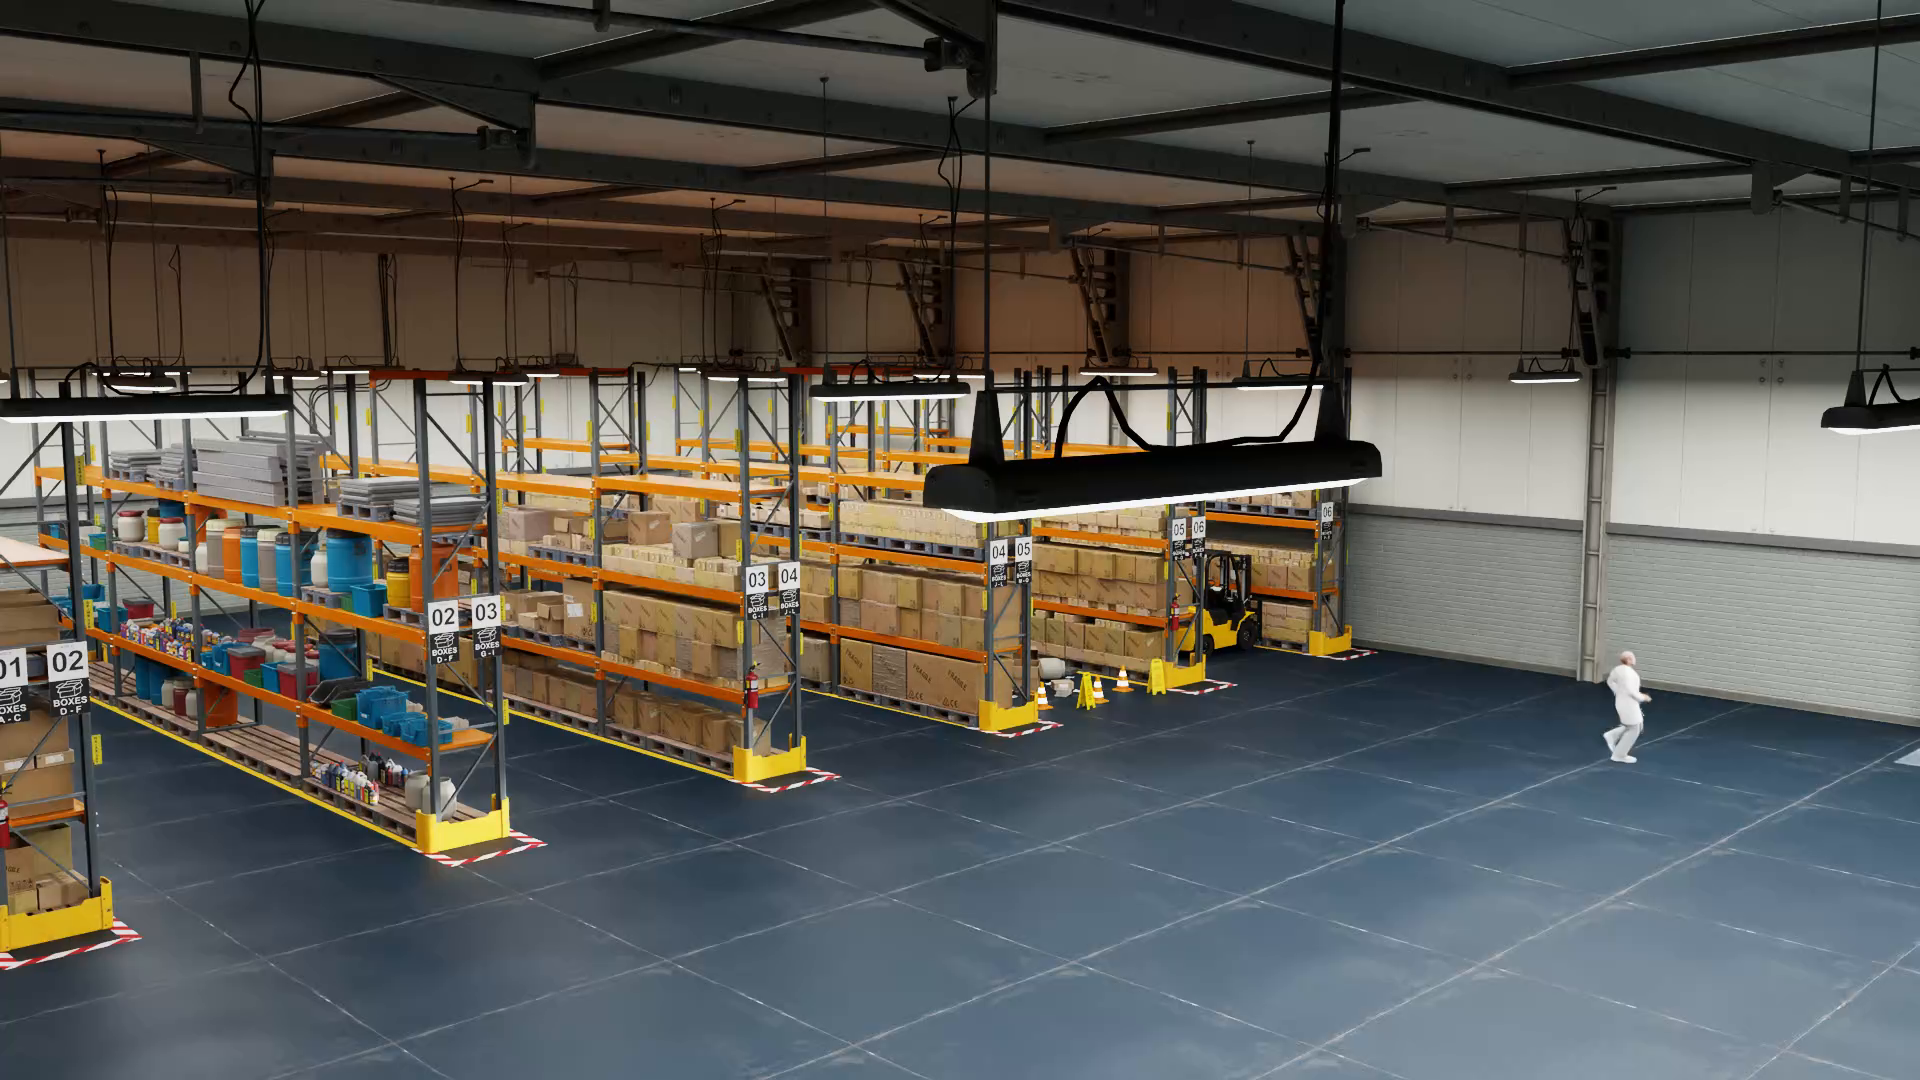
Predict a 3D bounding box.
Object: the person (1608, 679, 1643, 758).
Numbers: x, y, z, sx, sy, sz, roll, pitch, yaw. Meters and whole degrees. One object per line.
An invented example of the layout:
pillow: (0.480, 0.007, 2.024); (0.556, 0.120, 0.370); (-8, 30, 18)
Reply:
person: (10.344, 2.657, 25.727); (0.524, 1.432, 0.383); (0, 6, 4)
